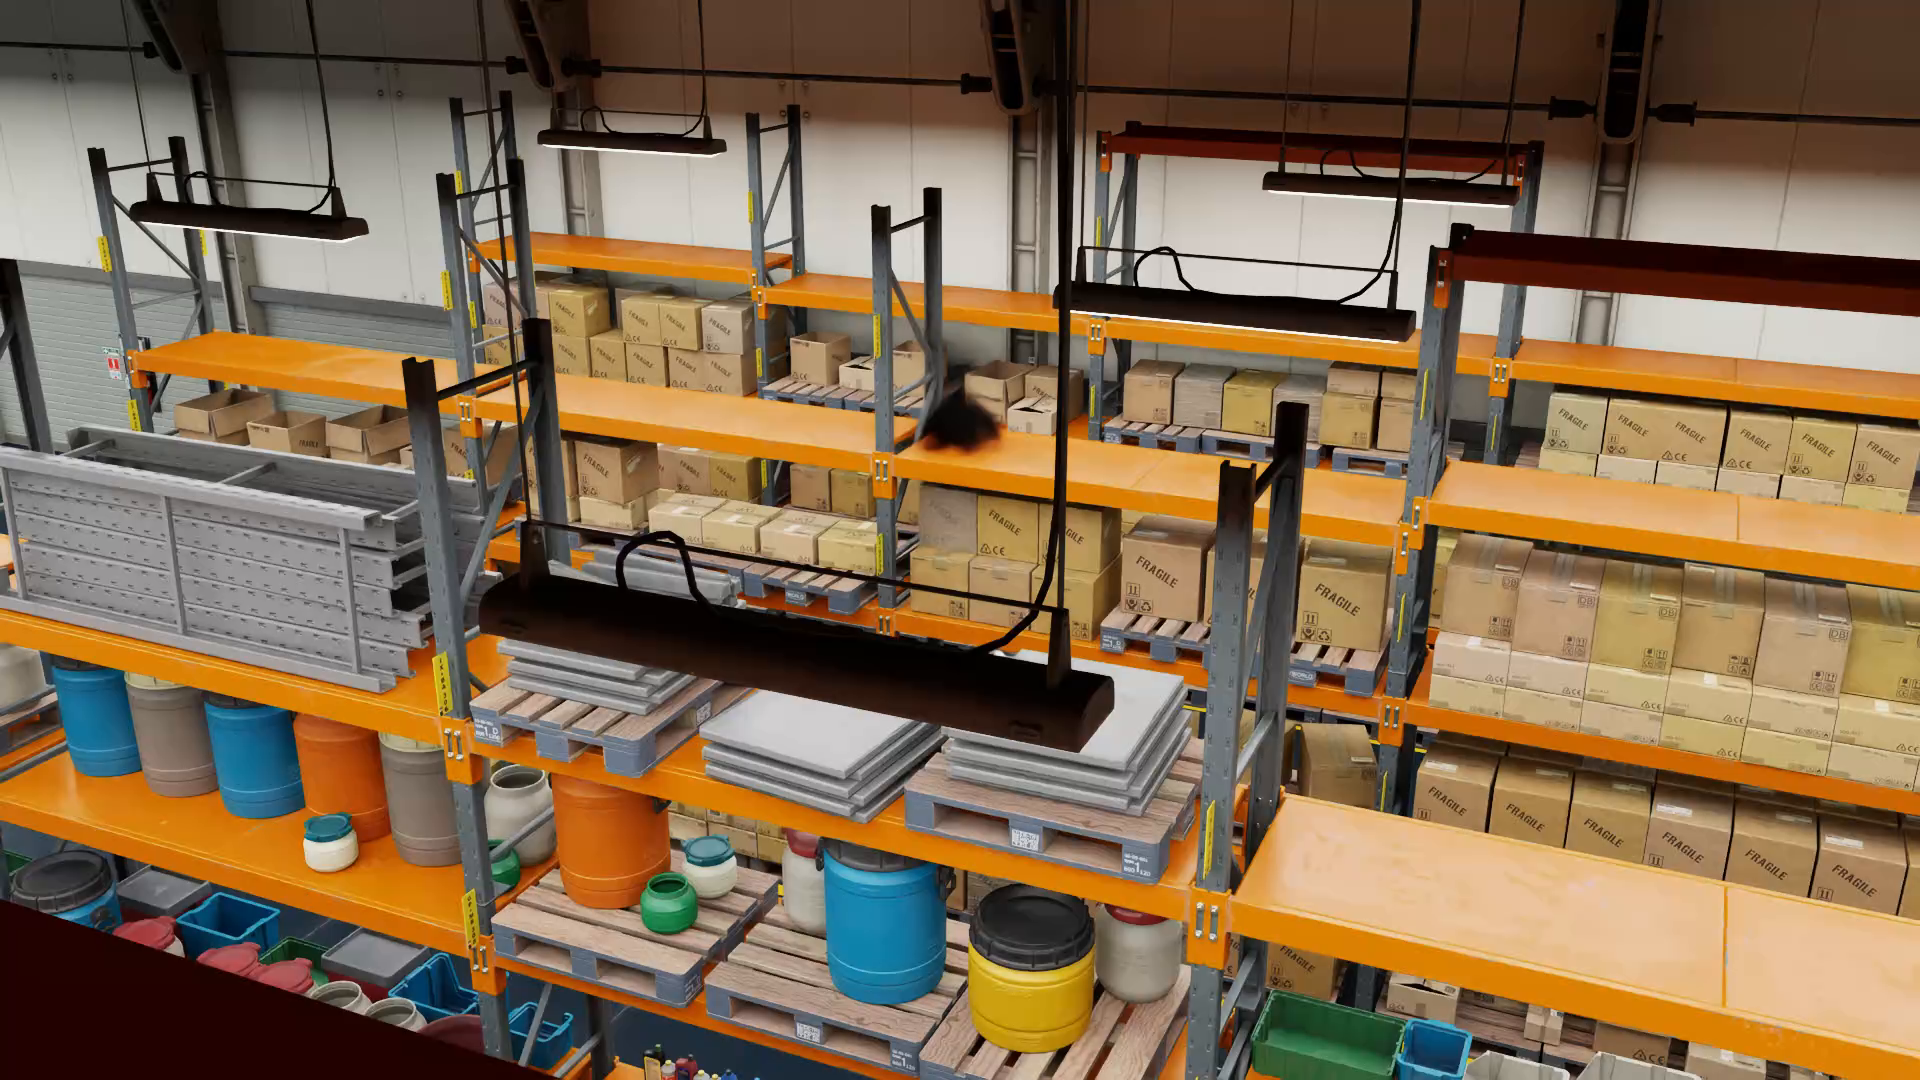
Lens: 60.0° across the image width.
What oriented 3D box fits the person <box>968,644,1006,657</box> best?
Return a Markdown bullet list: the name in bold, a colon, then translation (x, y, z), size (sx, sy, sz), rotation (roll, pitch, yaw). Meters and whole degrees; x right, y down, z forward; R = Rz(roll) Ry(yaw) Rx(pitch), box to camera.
- **person**: translation (0.469, 1.686, 15.810), size (0.855, 1.692, 0.668), rotation (1, 21, 4)
